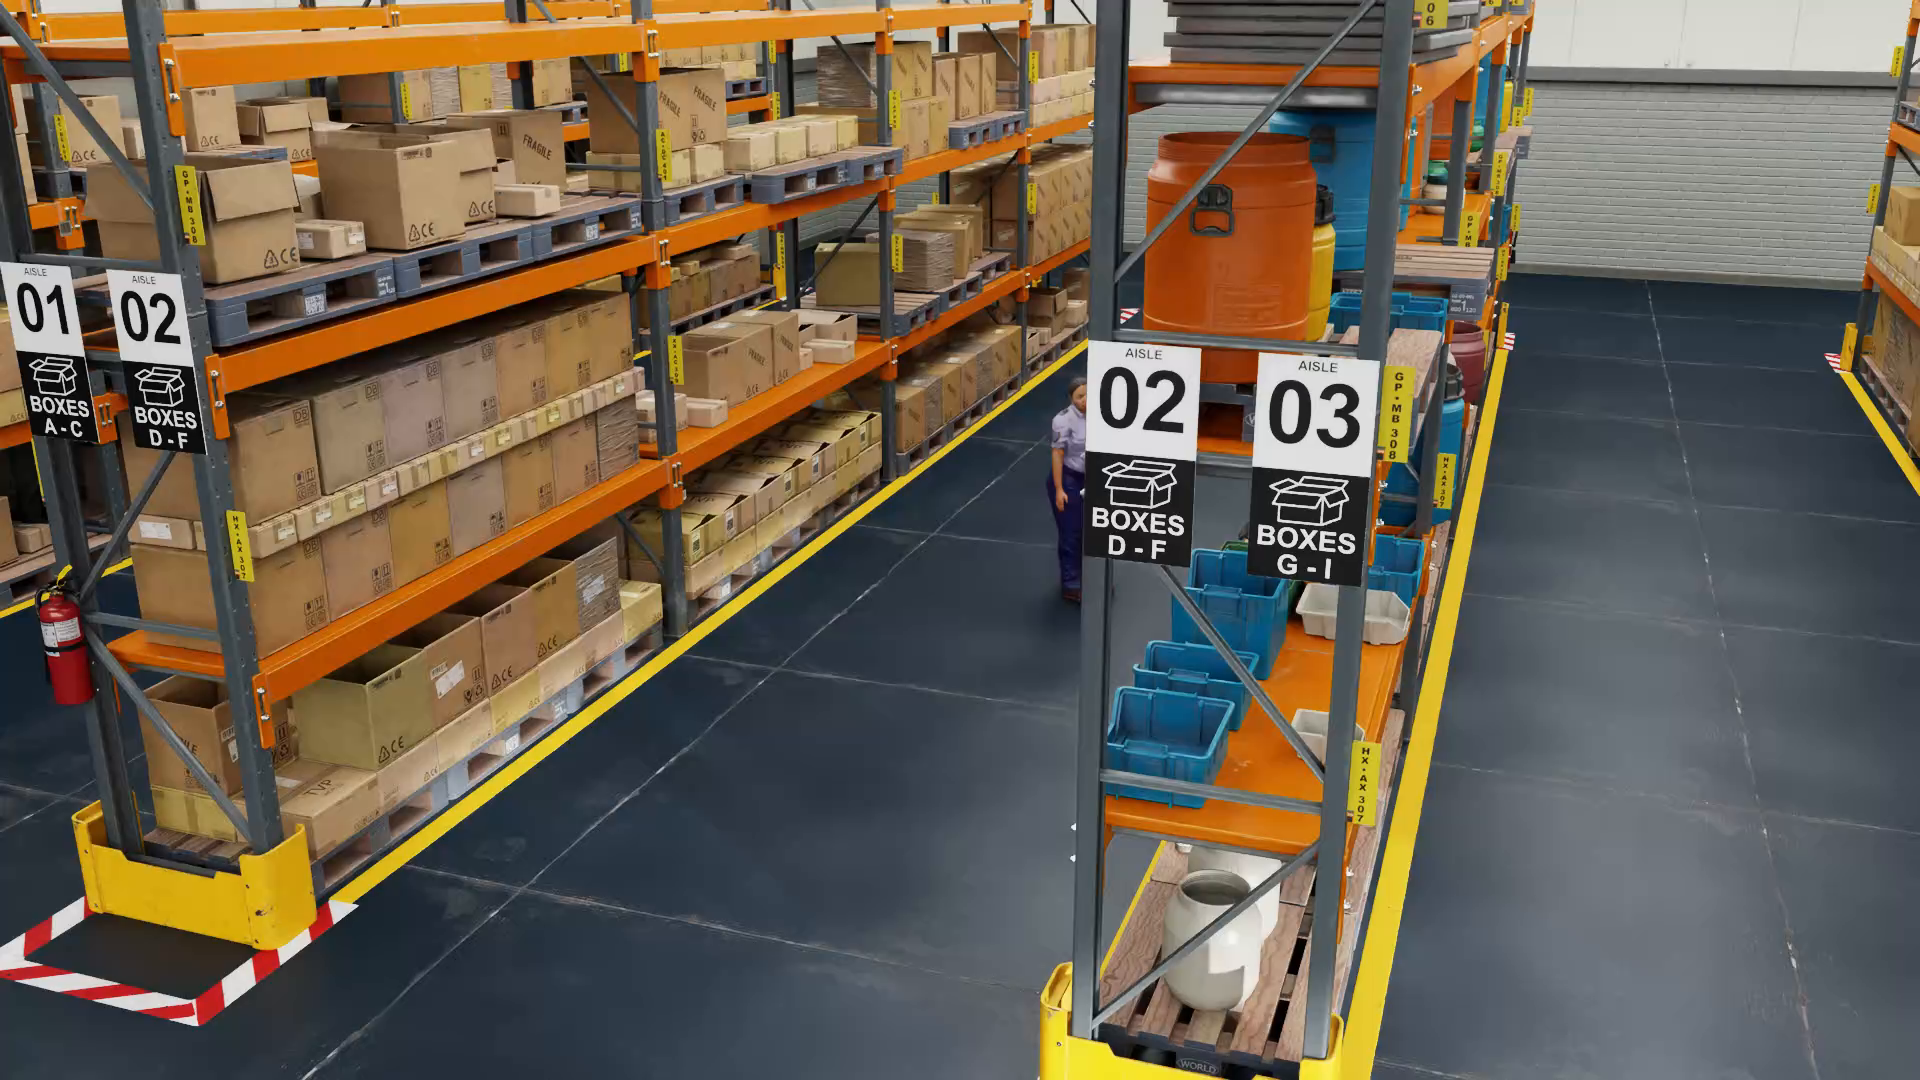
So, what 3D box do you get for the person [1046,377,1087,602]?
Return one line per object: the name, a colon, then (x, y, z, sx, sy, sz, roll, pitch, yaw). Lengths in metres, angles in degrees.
person: (0.899, -0.382, 12.145, 0.532, 1.647, 0.568, 17, 25, 40)
